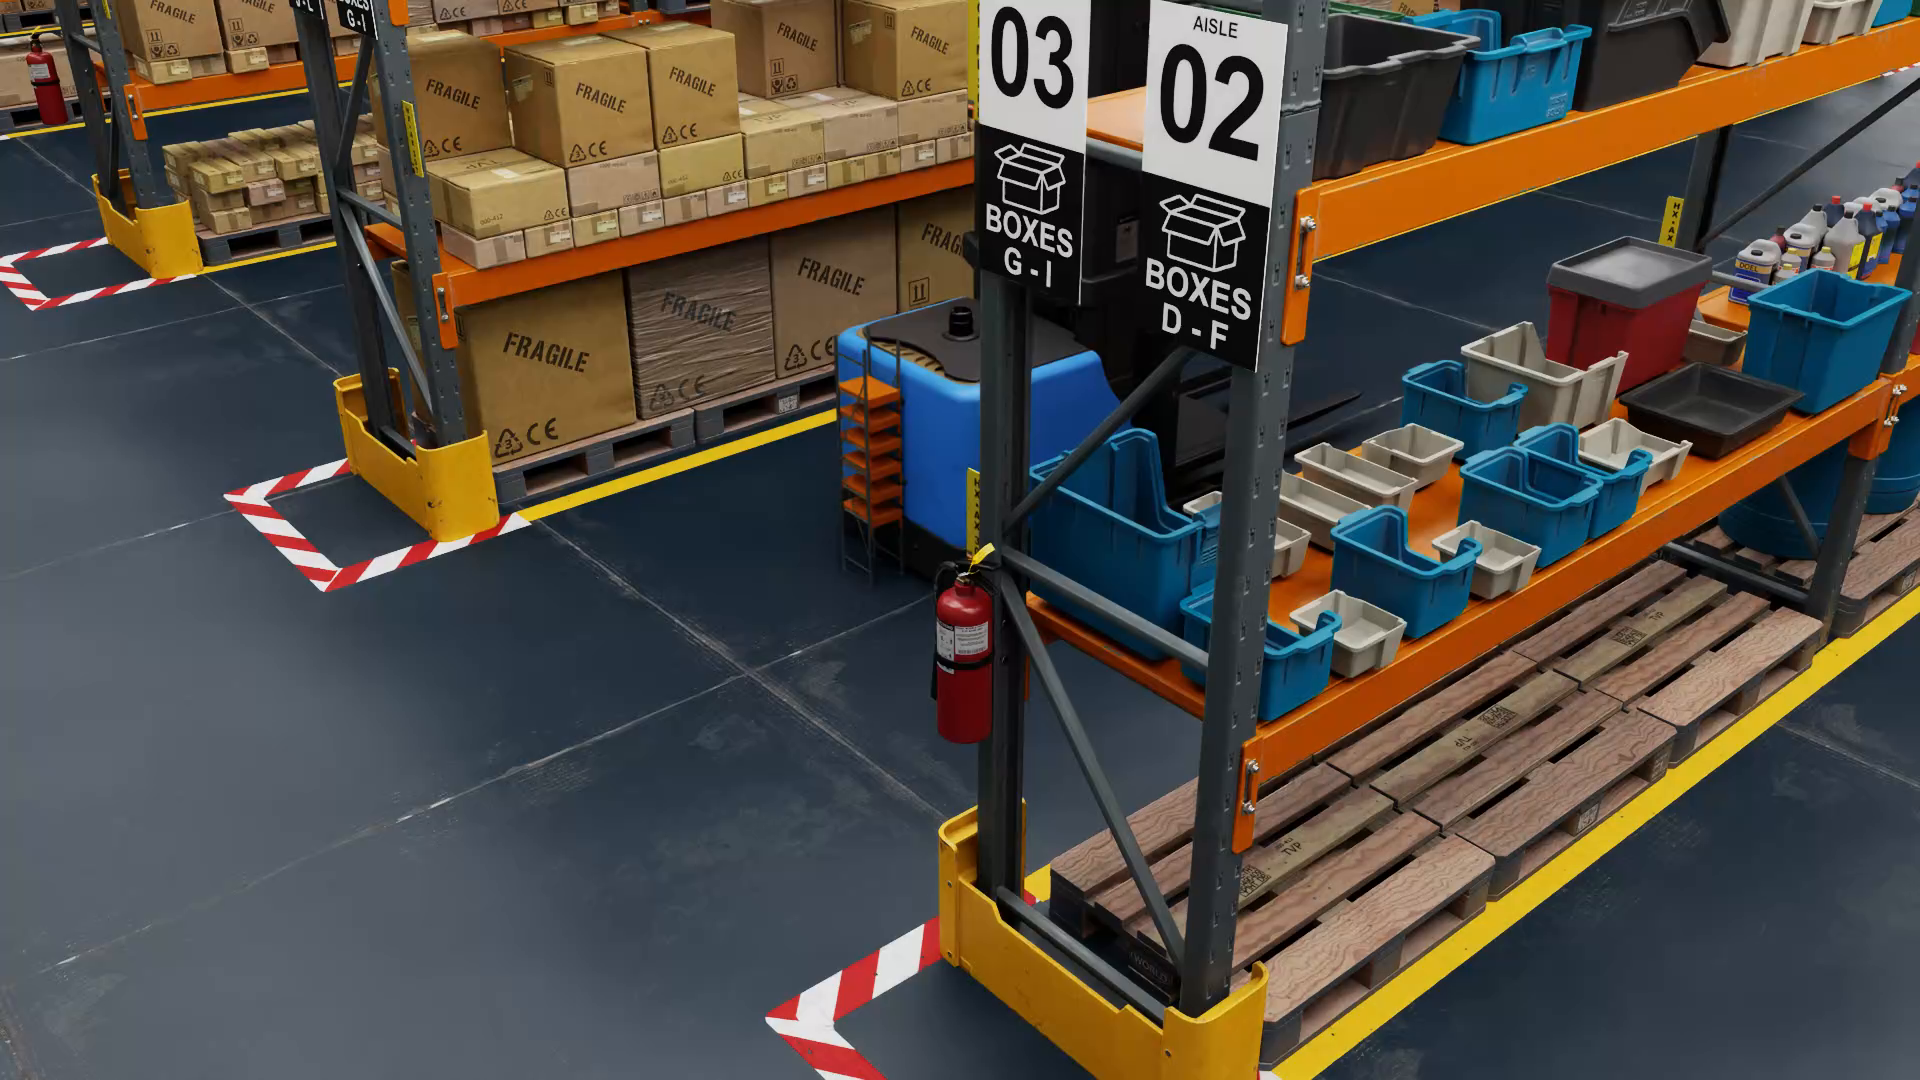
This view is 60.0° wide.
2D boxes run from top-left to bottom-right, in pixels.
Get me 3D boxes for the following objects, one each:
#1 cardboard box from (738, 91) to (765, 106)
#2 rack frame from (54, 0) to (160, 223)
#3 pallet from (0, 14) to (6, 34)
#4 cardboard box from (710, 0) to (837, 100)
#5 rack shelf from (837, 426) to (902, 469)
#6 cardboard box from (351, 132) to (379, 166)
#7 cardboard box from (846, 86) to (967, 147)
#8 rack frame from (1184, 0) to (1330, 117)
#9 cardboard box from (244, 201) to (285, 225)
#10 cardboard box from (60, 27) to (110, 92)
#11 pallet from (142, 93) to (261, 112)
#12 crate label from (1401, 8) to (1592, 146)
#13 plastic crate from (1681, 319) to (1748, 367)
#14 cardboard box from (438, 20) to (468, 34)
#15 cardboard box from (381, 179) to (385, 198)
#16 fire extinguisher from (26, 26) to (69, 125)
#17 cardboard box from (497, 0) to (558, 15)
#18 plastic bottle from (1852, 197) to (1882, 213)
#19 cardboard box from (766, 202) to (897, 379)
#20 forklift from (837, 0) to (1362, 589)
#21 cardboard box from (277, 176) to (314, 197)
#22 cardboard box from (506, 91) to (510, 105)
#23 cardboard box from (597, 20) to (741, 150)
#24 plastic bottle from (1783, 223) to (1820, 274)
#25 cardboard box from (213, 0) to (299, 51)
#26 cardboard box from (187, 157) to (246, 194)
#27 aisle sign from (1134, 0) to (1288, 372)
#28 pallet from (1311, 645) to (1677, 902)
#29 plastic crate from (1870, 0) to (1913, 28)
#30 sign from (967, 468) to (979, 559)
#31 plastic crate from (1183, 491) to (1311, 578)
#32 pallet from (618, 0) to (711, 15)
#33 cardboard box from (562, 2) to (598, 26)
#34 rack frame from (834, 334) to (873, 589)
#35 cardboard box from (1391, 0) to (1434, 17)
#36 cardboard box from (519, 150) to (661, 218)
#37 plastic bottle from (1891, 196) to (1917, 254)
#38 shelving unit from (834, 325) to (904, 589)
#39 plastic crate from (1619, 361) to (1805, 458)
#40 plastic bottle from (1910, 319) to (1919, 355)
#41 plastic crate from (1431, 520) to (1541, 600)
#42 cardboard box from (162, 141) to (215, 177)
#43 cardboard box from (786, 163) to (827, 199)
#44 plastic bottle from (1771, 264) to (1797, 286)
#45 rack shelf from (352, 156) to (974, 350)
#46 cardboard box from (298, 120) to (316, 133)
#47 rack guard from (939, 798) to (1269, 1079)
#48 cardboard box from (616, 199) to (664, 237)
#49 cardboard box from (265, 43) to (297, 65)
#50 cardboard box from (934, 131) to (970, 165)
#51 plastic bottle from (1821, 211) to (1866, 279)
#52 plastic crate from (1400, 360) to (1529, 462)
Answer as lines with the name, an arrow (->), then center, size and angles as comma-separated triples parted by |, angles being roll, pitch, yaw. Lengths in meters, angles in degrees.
cardboard box -> -1.427, -2.347, 9.302 | 0.500, 0.250, 0.500 | -22, 35, -35
rack frame -> -5.933, -3.376, 11.385 | 0.127, 3.000, 1.000 | -22, 35, -35
pallet -> -11.784, -5.936, 19.134 | 1.213, 0.211, 1.003 | -22, 35, -35
cardboard box -> -1.050, -2.823, 9.397 | 0.500, 0.500, 0.500 | -23, 36, -36
rack shelf -> -0.416, -0.438, 7.637 | 0.180, 0.103, 0.258 | -21, 35, -34
cardboard box -> -4.555, -2.950, 12.536 | 0.250, 0.149, 0.380 | -20, 34, -33
cardboard box -> -0.305, -2.467, 9.527 | 0.500, 0.250, 0.500 | -21, 34, -33
rack frame -> 0.424, -2.437, 3.262 | 0.127, 3.000, 1.000 | -22, 35, -35
cardboard box -> -5.181, -2.459, 12.248 | 0.250, 0.149, 0.380 | -22, 35, -35
cardboard box -> -8.095, -4.696, 16.128 | 0.875, 0.438, 0.875 | -21, 34, -34
pallet -> -7.738, -4.534, 16.510 | 1.213, 0.211, 1.003 | -22, 35, -35
crate label -> 1.336, -1.215, 4.315 | 0.502, 0.251, 0.408 | -22, 35, -35
plastic crate -> 3.020, -0.833, 6.843 | 0.243, 0.136, 0.396 | -22, 35, -35
cardboard box -> -3.950, -3.917, 12.663 | 0.250, 0.149, 0.380 | -23, 35, -36
cardboard box -> -4.352, -2.733, 12.762 | 0.250, 0.149, 0.380 | -24, 36, -37
fire extinguisher -> -6.424, -3.266, 11.656 | 0.183, 0.674, 0.296 | -22, 35, -35
cardboard box -> -3.470, -4.367, 12.818 | 0.500, 0.500, 0.500 | -23, 36, -36
plastic bottle -> 4.321, -1.503, 8.012 | 0.135, 0.276, 0.152 | -22, 35, -35
cardboard box -> -0.986, -1.590, 9.851 | 0.875, 0.875, 0.875 | -22, 35, -35
forklift -> 0.870, -1.594, 8.124 | 3.031, 2.935, 1.130 | -21, 35, -34
cardboard box -> -4.994, -2.674, 12.334 | 0.250, 0.149, 0.380 | -21, 35, -34
cardboard box -> -3.695, -3.601, 13.753 | 0.250, 0.149, 0.380 | -22, 35, -36
cardboard box -> -1.480, -2.326, 8.468 | 0.500, 0.500, 0.500 | -23, 36, -36
plastic bottle -> 3.835, -1.308, 7.647 | 0.135, 0.276, 0.152 | -22, 35, -35
cardboard box -> -5.022, -3.763, 11.686 | 0.500, 0.500, 0.500 | -22, 35, -35
cardboard box -> -5.314, -2.605, 11.890 | 0.250, 0.149, 0.380 | -24, 36, -37
aisle sign -> 0.562, -0.809, 3.823 | 0.004, 0.787, 0.394 | -22, 35, -35
pallet -> 2.004, 0.829, 6.474 | 1.213, 0.211, 1.003 | -22, 35, -35
plastic crate -> 2.982, -1.871, 5.563 | 0.300, 0.233, 0.416 | -22, 35, -35
sign -> 0.055, -0.055, 4.997 | 0.005, 0.325, 0.100 | -22, 35, -35
plastic crate -> 0.927, -0.015, 5.312 | 0.243, 0.136, 0.396 | -22, 35, -35
pallet -> -2.214, -4.697, 14.060 | 1.213, 0.211, 1.003 | -22, 35, -35
cardboard box -> -3.081, -4.200, 13.193 | 0.250, 0.149, 0.380 | -23, 36, -36
rack frame -> -0.487, -0.345, 7.622 | 0.006, 1.200, 0.240 | -21, 35, -34
cardboard box -> 3.081, -3.818, 12.106 | 0.500, 0.500, 0.500 | -21, 34, -33
cardboard box -> -1.859, -1.843, 8.360 | 0.500, 0.250, 0.500 | -22, 35, -35
plastic bottle -> 4.593, -1.533, 8.073 | 0.097, 0.271, 0.097 | 0, 28, 0
shelving unit -> -0.416, -0.372, 7.673 | 0.189, 1.200, 0.258 | -21, 35, -34
plastic crate -> 2.790, -0.481, 6.195 | 0.590, 0.125, 0.437 | -22, 35, -35
plastic bottle -> 4.023, -0.922, 6.917 | 0.133, 0.283, 0.061 | -22, 35, -35
plastic crate -> 1.639, 0.066, 5.161 | 0.298, 0.136, 0.250 | -22, 35, -35
cardboard box -> -5.695, -2.819, 12.291 | 0.250, 0.149, 0.380 | -21, 35, -34
cardboard box -> -0.939, -1.998, 9.073 | 0.250, 0.149, 0.380 | -21, 35, -34
plastic bottle -> 3.652, -1.124, 7.382 | 0.097, 0.201, 0.097 | 0, 28, 0
rack shelf -> -1.269, -1.861, 9.314 | 4.000, 0.370, 1.077 | -22, 35, -35
cardboard box -> -4.945, -3.159, 12.926 | 0.250, 0.149, 0.380 | -20, 34, -33
rack guard -> 0.414, 1.324, 5.243 | 0.348, 0.500, 1.175 | -22, 35, -35
cardboard box -> -1.720, -1.684, 8.485 | 0.250, 0.149, 0.380 | -23, 35, -36
cardboard box -> -4.959, -3.531, 11.942 | 0.250, 0.149, 0.380 | -20, 34, -33
cardboard box -> -0.158, -2.312, 9.659 | 0.250, 0.149, 0.380 | -23, 35, -36
plastic bottle -> 4.047, -1.340, 7.626 | 0.185, 0.351, 0.144 | -22, 35, -35
plastic crate -> 1.820, -0.464, 6.049 | 0.300, 0.233, 0.416 | -22, 35, -35
